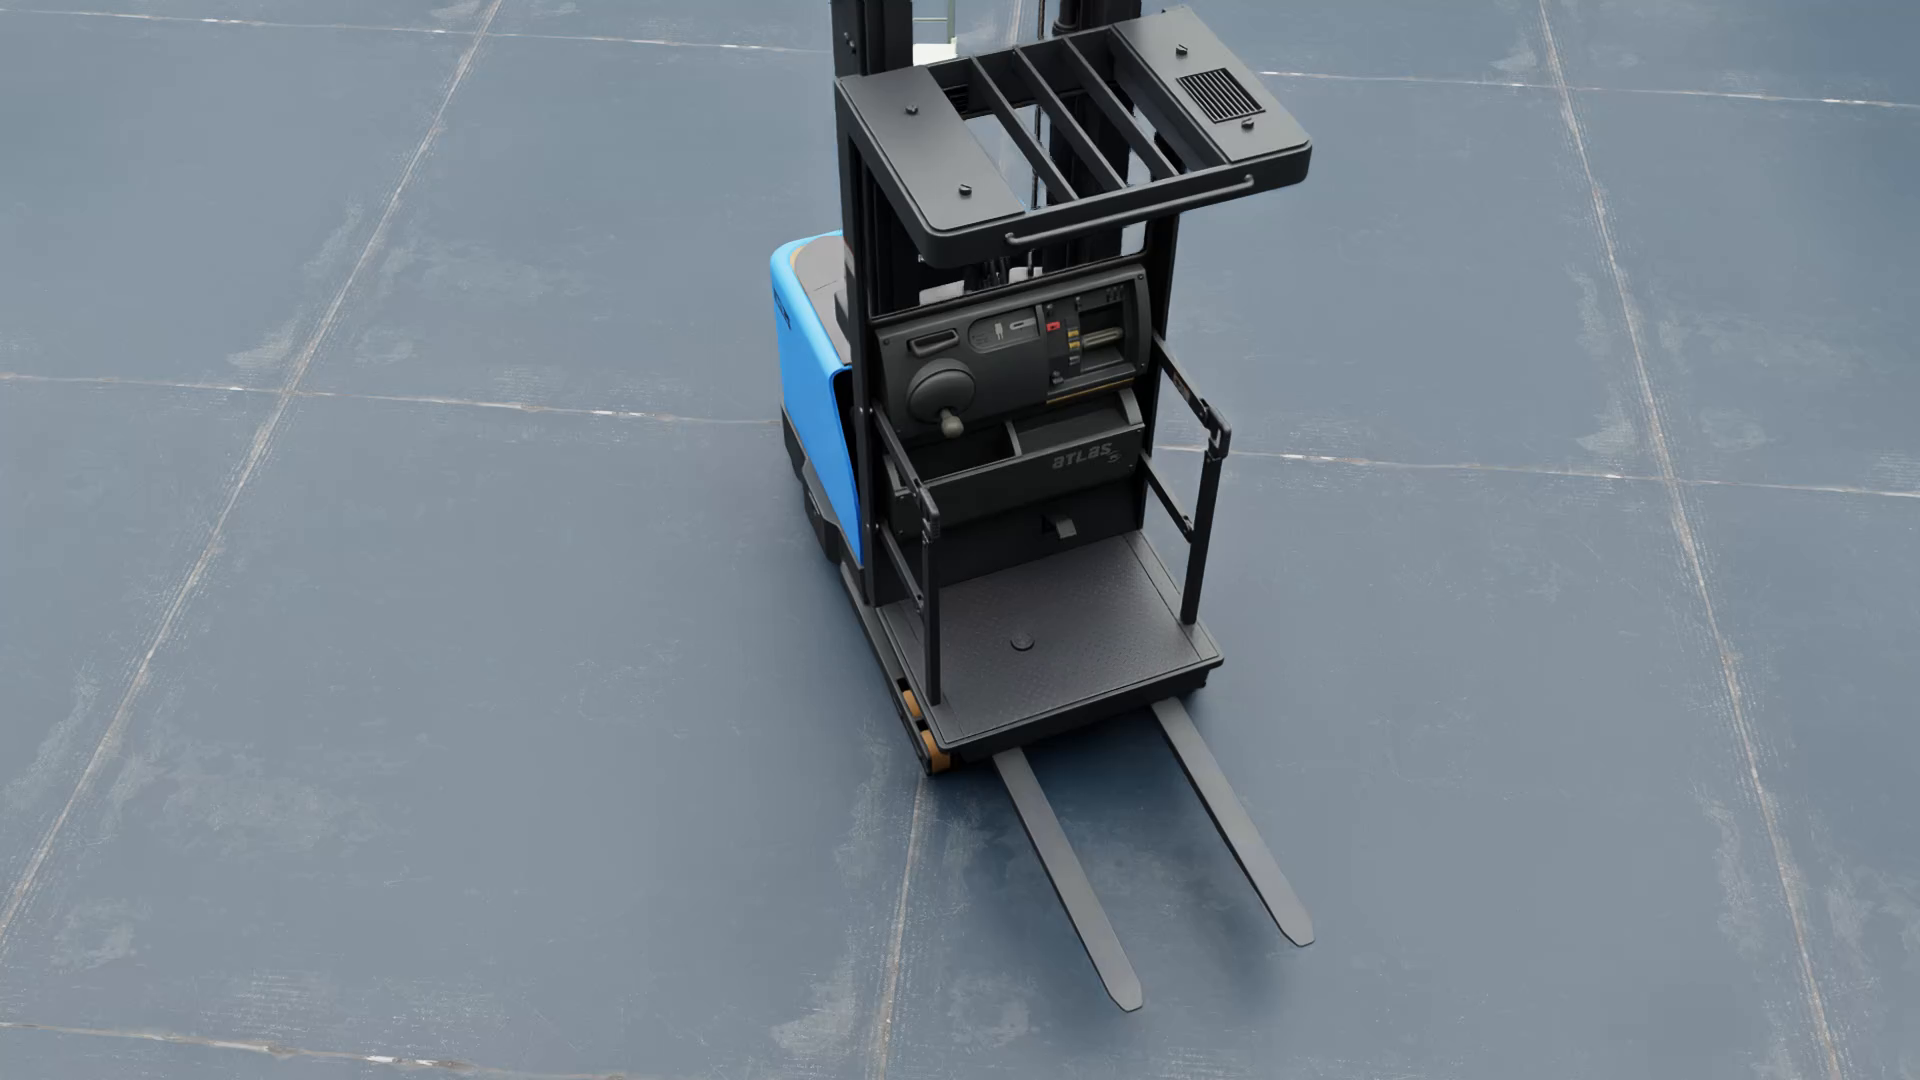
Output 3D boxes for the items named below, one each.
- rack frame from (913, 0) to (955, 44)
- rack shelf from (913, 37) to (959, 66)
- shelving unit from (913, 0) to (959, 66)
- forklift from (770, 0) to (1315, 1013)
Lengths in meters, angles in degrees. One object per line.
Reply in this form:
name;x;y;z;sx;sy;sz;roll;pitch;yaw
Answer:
rack frame;-0.220;-1.704;7.318;0.400;1.500;0.023;1;48;1
rack shelf;-0.225;-1.697;6.783;0.431;0.370;0.720;1;48;1
shelving unit;-0.225;-1.434;7.071;0.431;1.500;0.755;1;48;1
forklift;0.268;-0.508;5.254;1.130;2.935;3.031;-16;50;-14
